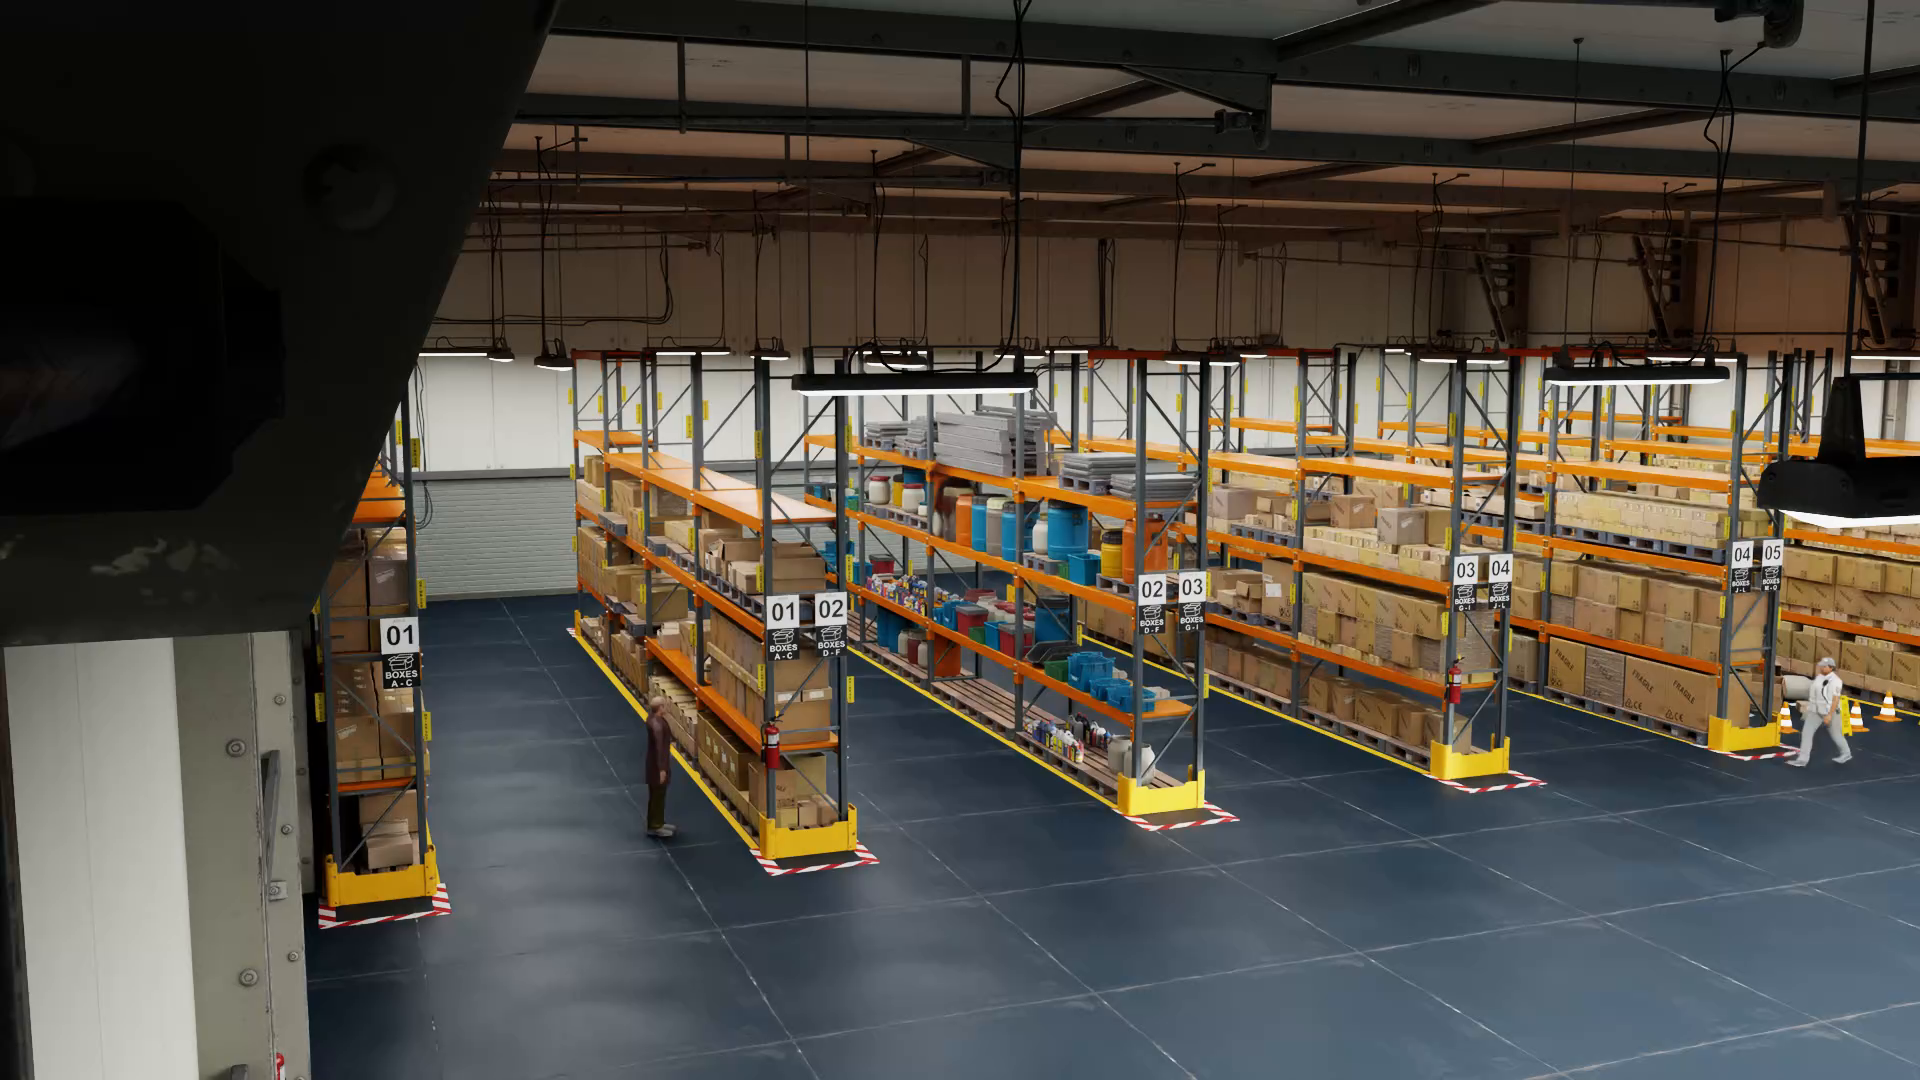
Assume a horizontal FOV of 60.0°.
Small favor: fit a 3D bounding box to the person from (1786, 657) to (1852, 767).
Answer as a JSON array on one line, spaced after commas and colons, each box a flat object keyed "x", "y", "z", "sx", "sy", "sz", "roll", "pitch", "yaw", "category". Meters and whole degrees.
[{"x": 12.612, "y": 2.512, "z": 24.273, "sx": 1.004, "sy": 1.619, "sz": 0.491, "roll": -4, "pitch": 8, "yaw": -31, "category": "person"}]

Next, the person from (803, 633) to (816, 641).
[{"x": -2.585, "y": 1.958, "z": 27.970, "sx": 0.547, "sy": 1.766, "sz": 0.586, "roll": 4, "pitch": 8, "yaw": 27, "category": "person"}]

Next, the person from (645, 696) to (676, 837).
[{"x": -3.789, "y": 2.841, "z": 20.976, "sx": 0.371, "sy": 1.790, "sz": 0.617, "roll": -1, "pitch": 7, "yaw": -10, "category": "person"}]
